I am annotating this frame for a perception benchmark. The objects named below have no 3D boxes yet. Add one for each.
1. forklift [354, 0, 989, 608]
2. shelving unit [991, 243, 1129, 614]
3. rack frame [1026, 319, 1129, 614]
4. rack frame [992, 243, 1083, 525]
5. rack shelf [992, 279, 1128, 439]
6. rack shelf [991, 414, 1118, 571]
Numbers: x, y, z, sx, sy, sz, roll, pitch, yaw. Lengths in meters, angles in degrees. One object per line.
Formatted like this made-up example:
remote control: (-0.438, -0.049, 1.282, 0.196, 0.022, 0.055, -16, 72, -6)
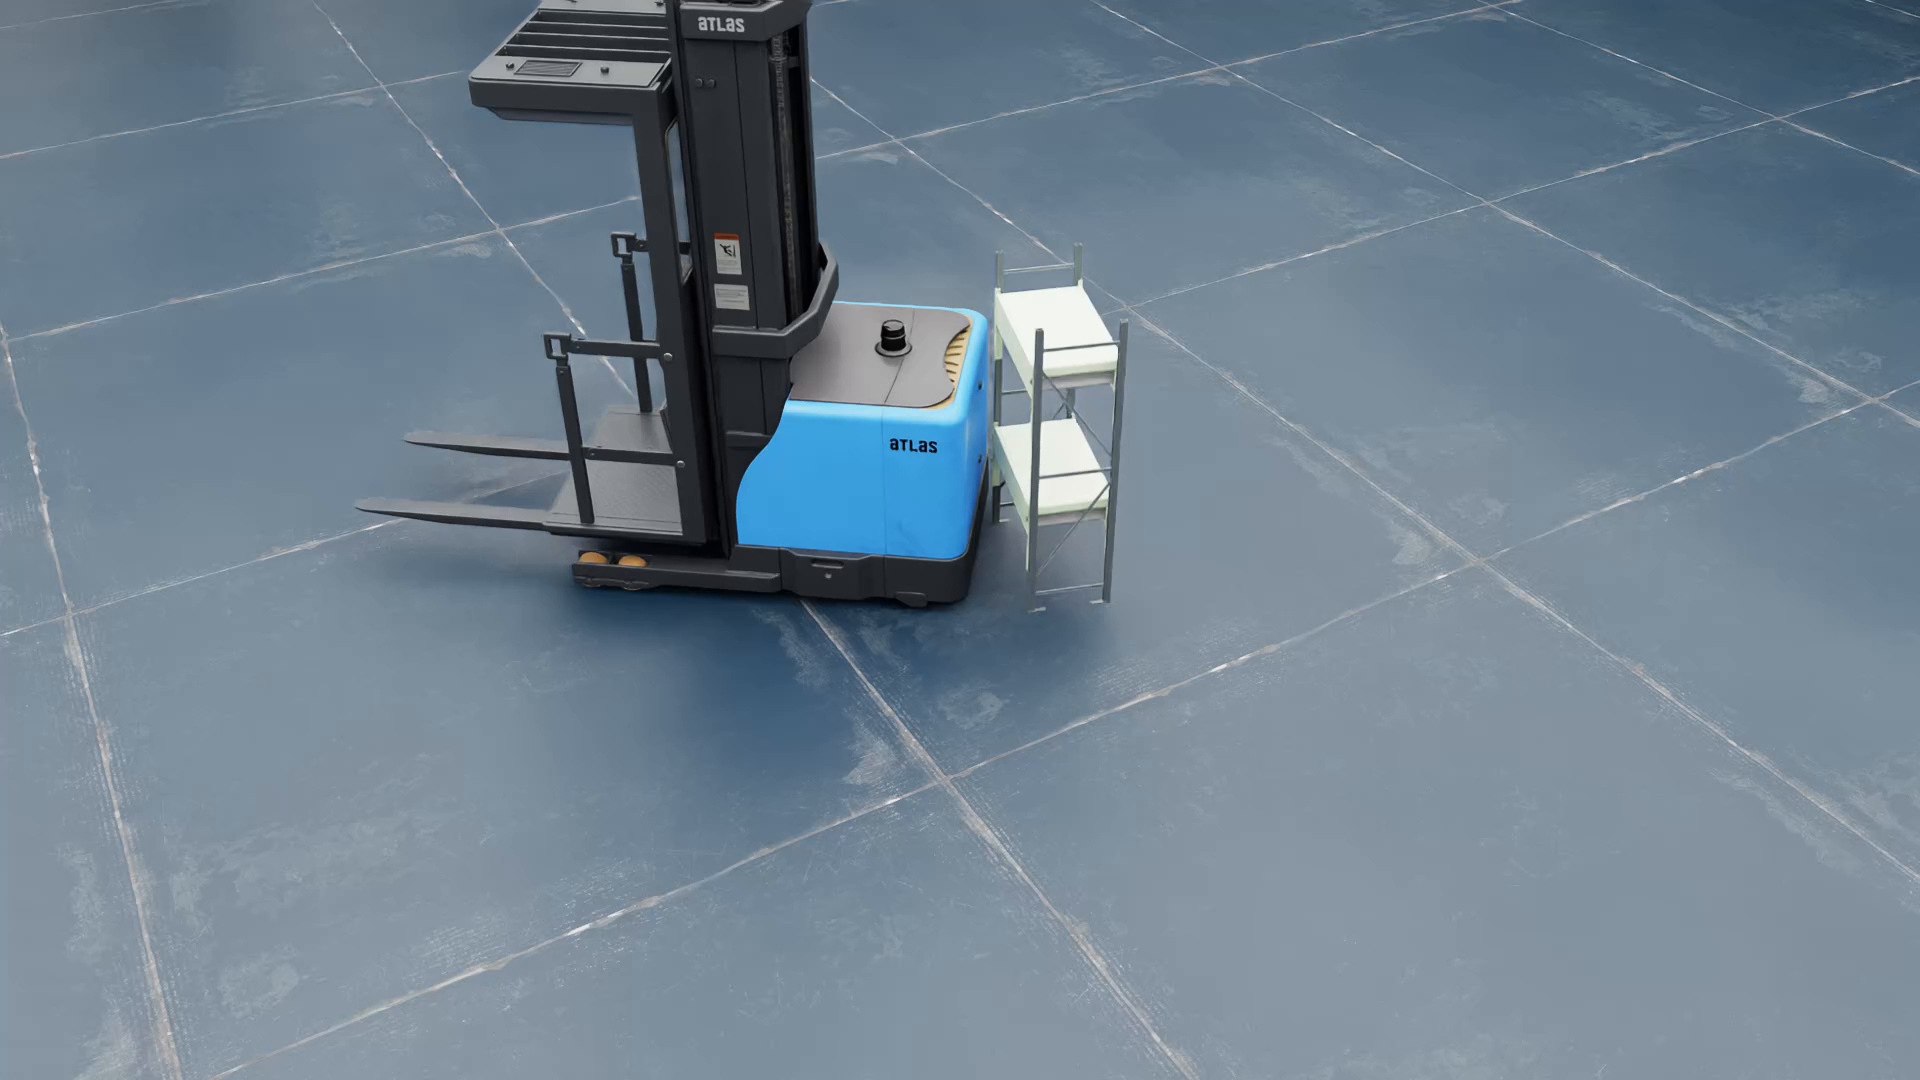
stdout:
forklift: (-1.411, -1.247, 7.472, 3.031, 2.935, 1.130, 4, 36, 6)
shelving unit: (0.434, -0.502, 7.666, 0.431, 1.500, 0.755, -7, 37, -10)
rack frame: (0.510, -0.291, 7.377, 0.400, 1.500, 0.023, -7, 37, -10)
rack frame: (0.358, -0.714, 7.956, 0.400, 1.500, 0.023, -7, 37, -10)
rack shelf: (0.434, -0.818, 7.436, 0.431, 0.370, 0.720, -7, 37, -10)
rack shelf: (0.434, -0.239, 7.859, 0.431, 0.370, 0.720, -7, 37, -10)
